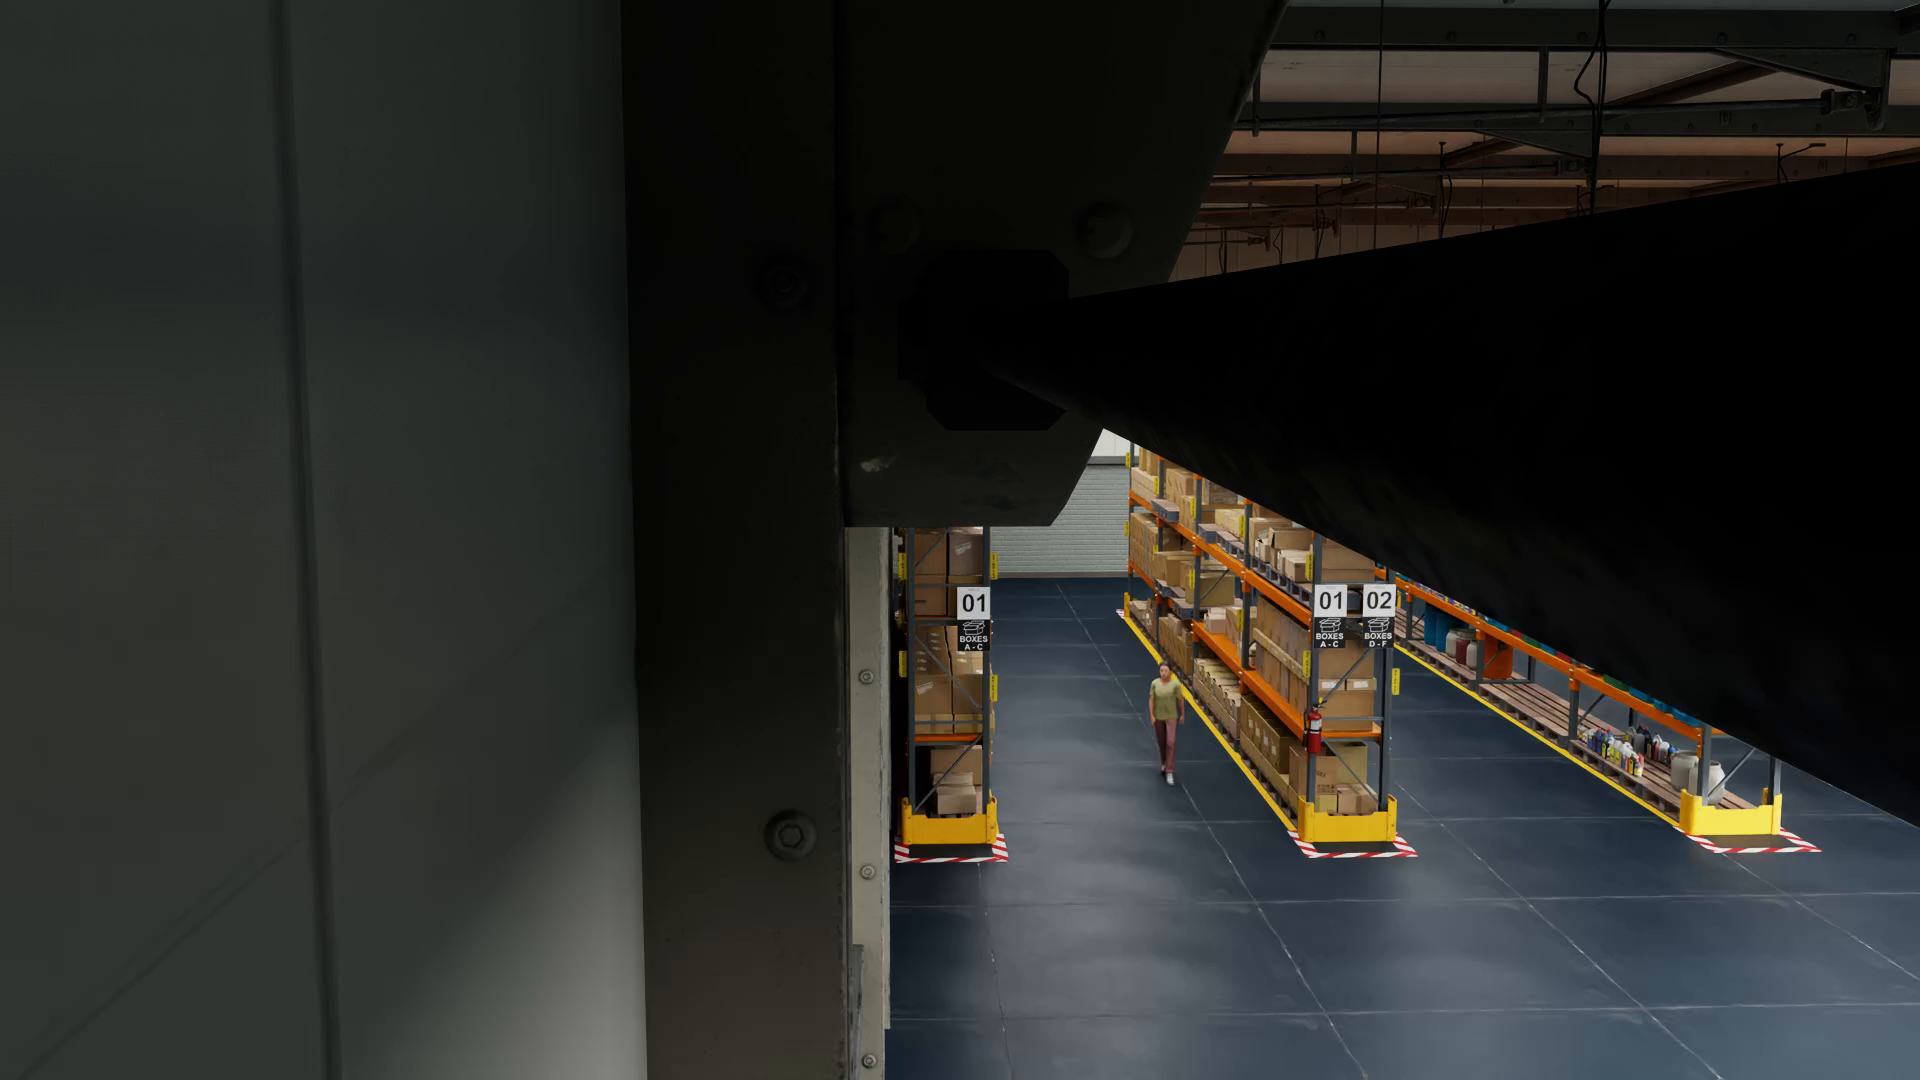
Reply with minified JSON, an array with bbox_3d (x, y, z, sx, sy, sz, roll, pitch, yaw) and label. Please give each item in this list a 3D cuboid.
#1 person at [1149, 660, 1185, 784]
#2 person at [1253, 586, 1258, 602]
[{"bbox_3d":[2.878,2.514,23.376,0.478,1.638,0.890,3,8,22],"label":"person"},{"bbox_3d":[6.291,0.950,35.890,0.410,1.539,0.972,0,7,-3],"label":"person"}]
